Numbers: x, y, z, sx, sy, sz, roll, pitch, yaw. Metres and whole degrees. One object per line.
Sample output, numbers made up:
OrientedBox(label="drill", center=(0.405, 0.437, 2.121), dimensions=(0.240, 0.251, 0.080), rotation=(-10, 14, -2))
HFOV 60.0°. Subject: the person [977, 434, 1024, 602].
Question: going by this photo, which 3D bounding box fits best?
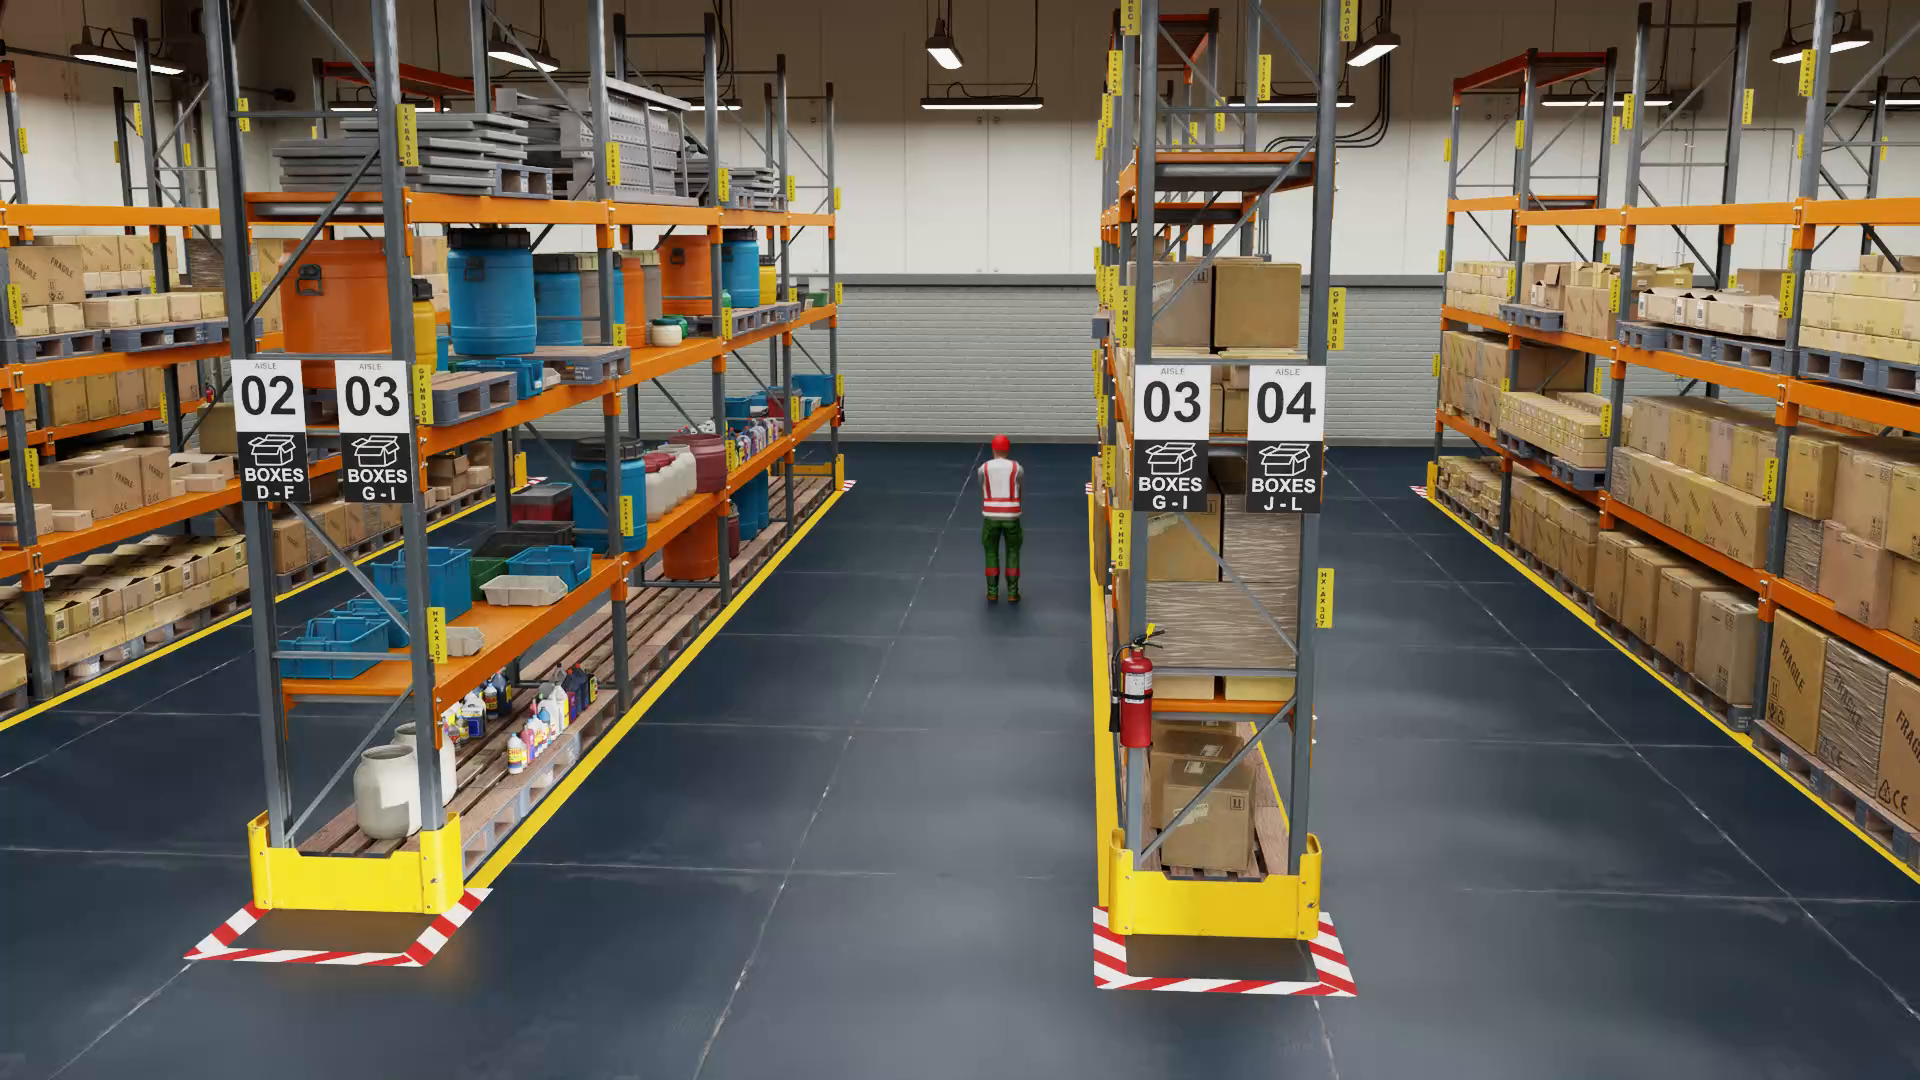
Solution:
OrientedBox(label="person", center=(0.438, -0.257, 17.731), dimensions=(0.495, 1.786, 0.553), rotation=(1, 11, 3))
